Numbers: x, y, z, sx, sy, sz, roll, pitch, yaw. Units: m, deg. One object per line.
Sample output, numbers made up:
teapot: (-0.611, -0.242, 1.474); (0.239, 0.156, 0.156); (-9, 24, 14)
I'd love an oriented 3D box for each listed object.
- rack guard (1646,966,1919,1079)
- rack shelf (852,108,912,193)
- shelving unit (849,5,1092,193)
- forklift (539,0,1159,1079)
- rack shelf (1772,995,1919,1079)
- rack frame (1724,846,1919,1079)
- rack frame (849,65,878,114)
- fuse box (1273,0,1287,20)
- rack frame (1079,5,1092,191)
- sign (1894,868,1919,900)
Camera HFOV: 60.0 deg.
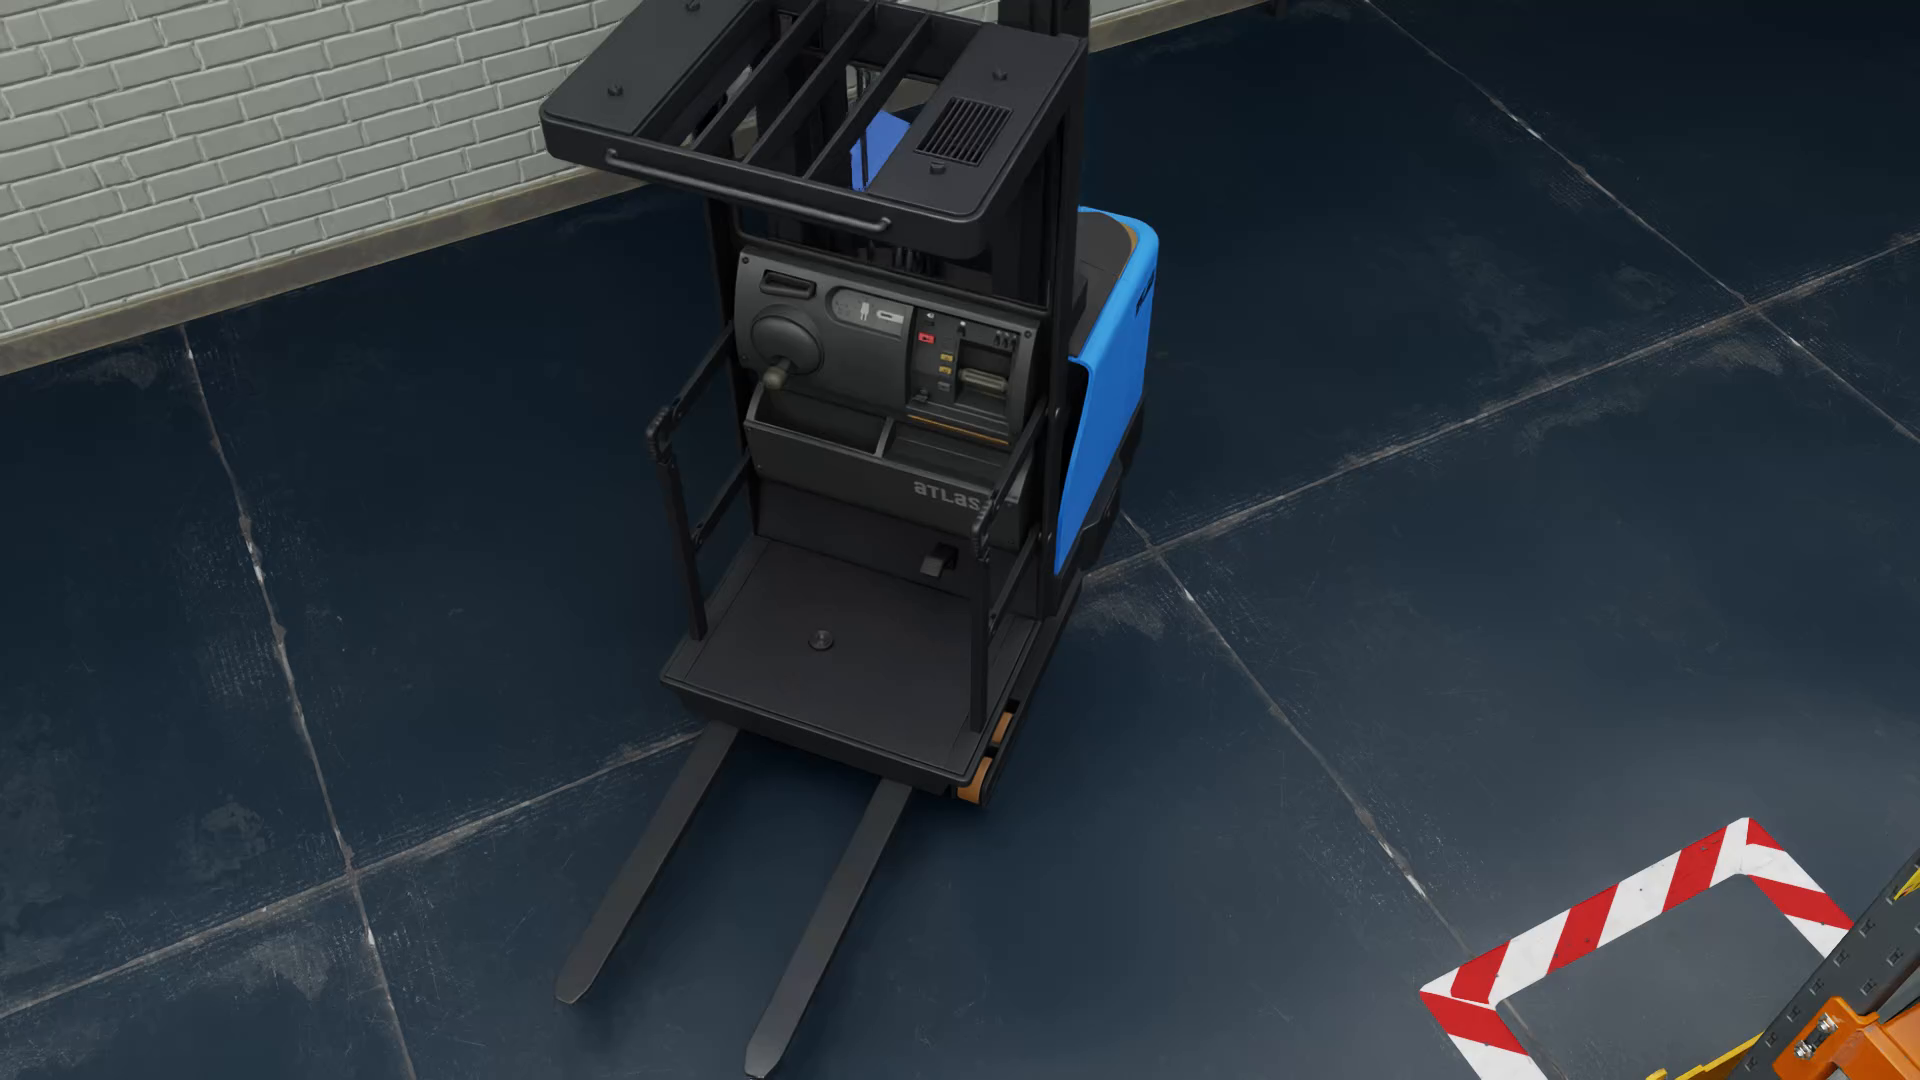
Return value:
rack guard: (2.346, 1.507, 4.600); (1.175, 0.500, 0.348); (-21, 52, -18)
rack shelf: (-0.097, -1.381, 6.701); (1.000, 0.185, 0.538); (30, 55, 24)
shelving unit: (-0.097, -1.500, 6.565); (1.048, 1.500, 0.538); (30, 55, 24)
forklift: (-0.304, -0.464, 4.708); (1.130, 2.935, 3.031); (17, 51, 14)
rack shelf: (3.272, 2.275, 2.745); (1.077, 0.370, 4.000); (-21, 52, -18)
rack frame: (2.356, 0.700, 3.645); (1.000, 3.000, 0.127); (-21, 52, -18)
rack frame: (-0.501, -1.732, 6.768); (0.032, 1.500, 0.500); (30, 55, 24)
fuse box: (1.690, -3.268, 7.971); (0.539, 1.711, 0.414); (-21, 52, -18)
rack frame: (0.307, -1.267, 6.362); (0.032, 1.500, 0.500); (30, 55, 24)
sign: (1.860, 0.576, 3.126); (0.100, 0.325, 0.005); (-21, 52, -18)
